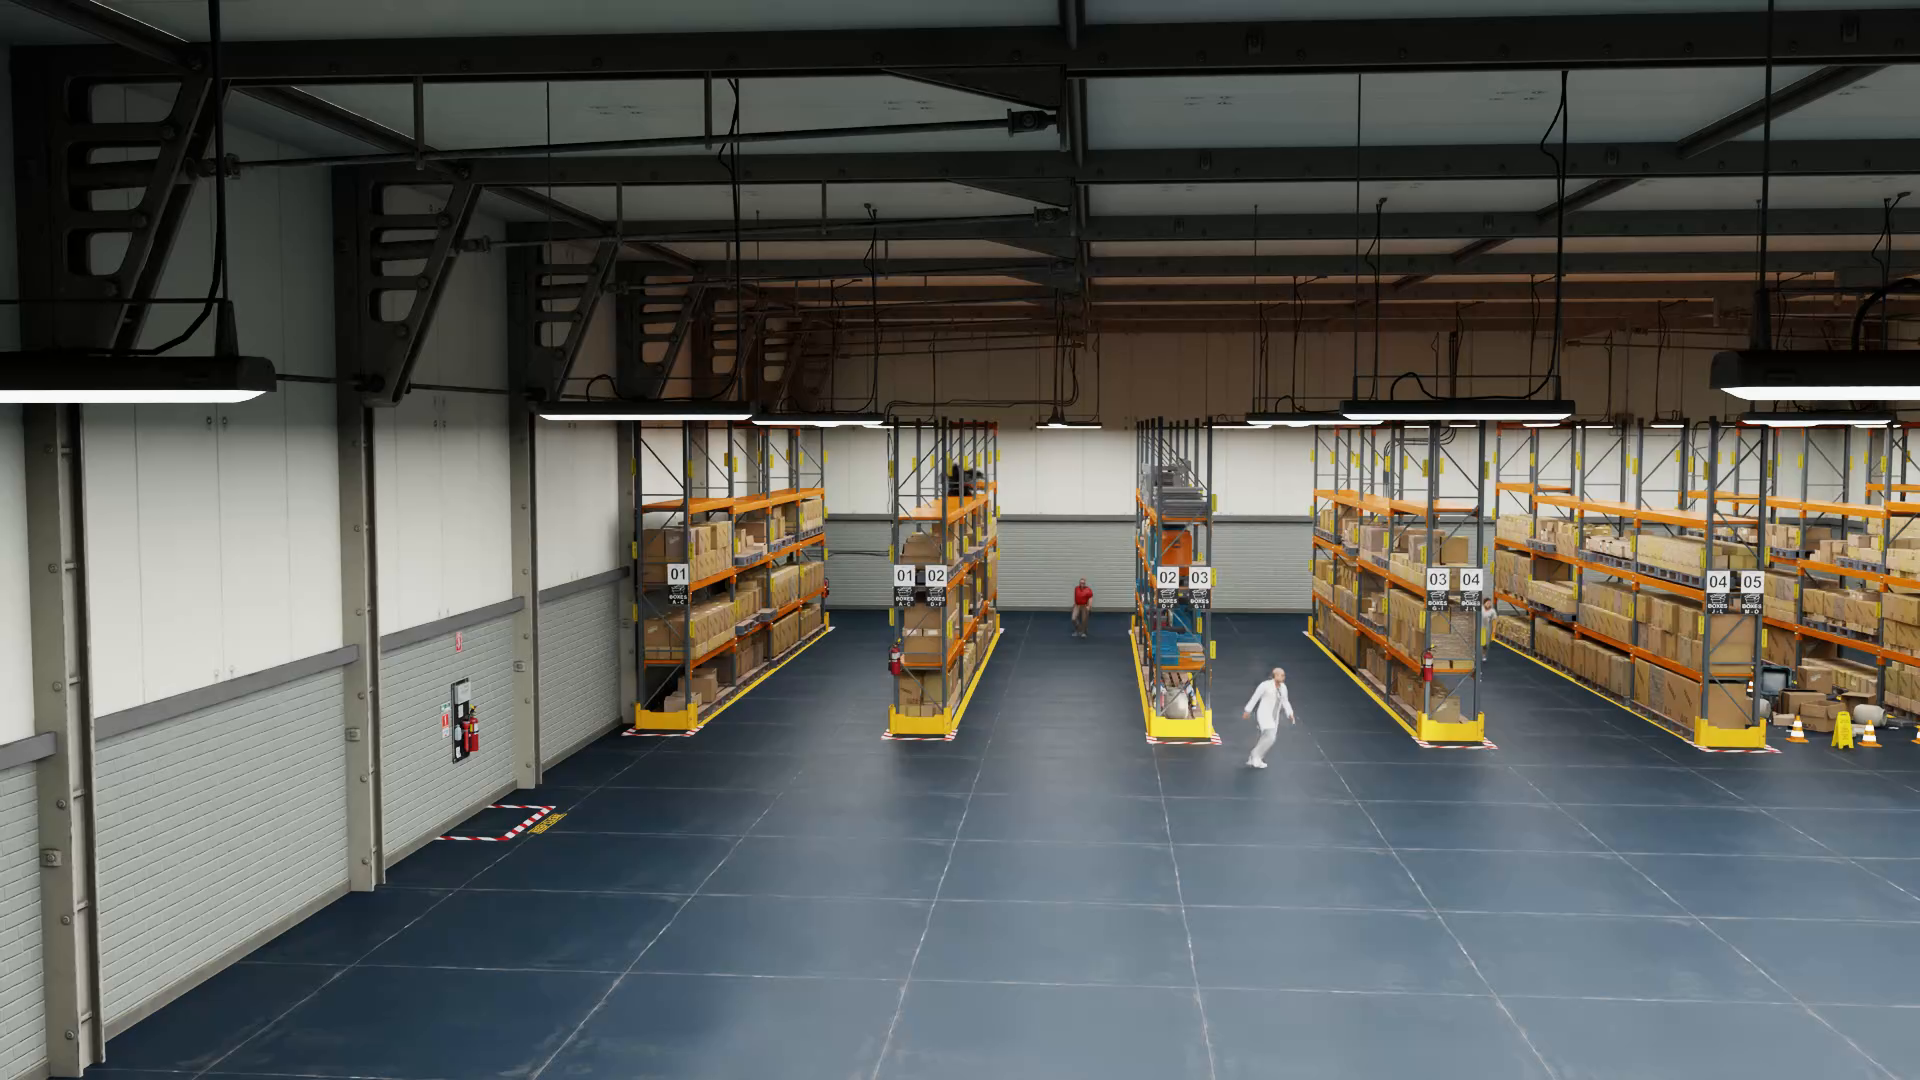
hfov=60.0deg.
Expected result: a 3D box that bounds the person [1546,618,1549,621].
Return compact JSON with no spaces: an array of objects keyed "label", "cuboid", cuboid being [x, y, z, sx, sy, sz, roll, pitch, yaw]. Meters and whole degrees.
[{"label":"person","cuboid":[16.913,1.671,48.479,0.854,1.804,0.691,-2,4,-33]}]

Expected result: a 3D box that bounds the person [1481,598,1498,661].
[{"label":"person","cuboid":[13.017,2.216,41.125,0.561,1.616,0.689,1,4,22]}]

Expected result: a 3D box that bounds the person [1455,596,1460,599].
[{"label":"person","cuboid":[14.465,1.760,48.465,0.649,1.714,0.683,2,4,28]}]

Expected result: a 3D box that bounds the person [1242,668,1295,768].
[{"label":"person","cuboid":[5.257,3.013,28.191,0.673,1.727,0.760,-3,5,-38]}]

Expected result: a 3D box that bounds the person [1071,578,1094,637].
[{"label":"person","cuboid":[3.388,1.879,45.968,0.663,1.669,0.728,1,4,21]}]
